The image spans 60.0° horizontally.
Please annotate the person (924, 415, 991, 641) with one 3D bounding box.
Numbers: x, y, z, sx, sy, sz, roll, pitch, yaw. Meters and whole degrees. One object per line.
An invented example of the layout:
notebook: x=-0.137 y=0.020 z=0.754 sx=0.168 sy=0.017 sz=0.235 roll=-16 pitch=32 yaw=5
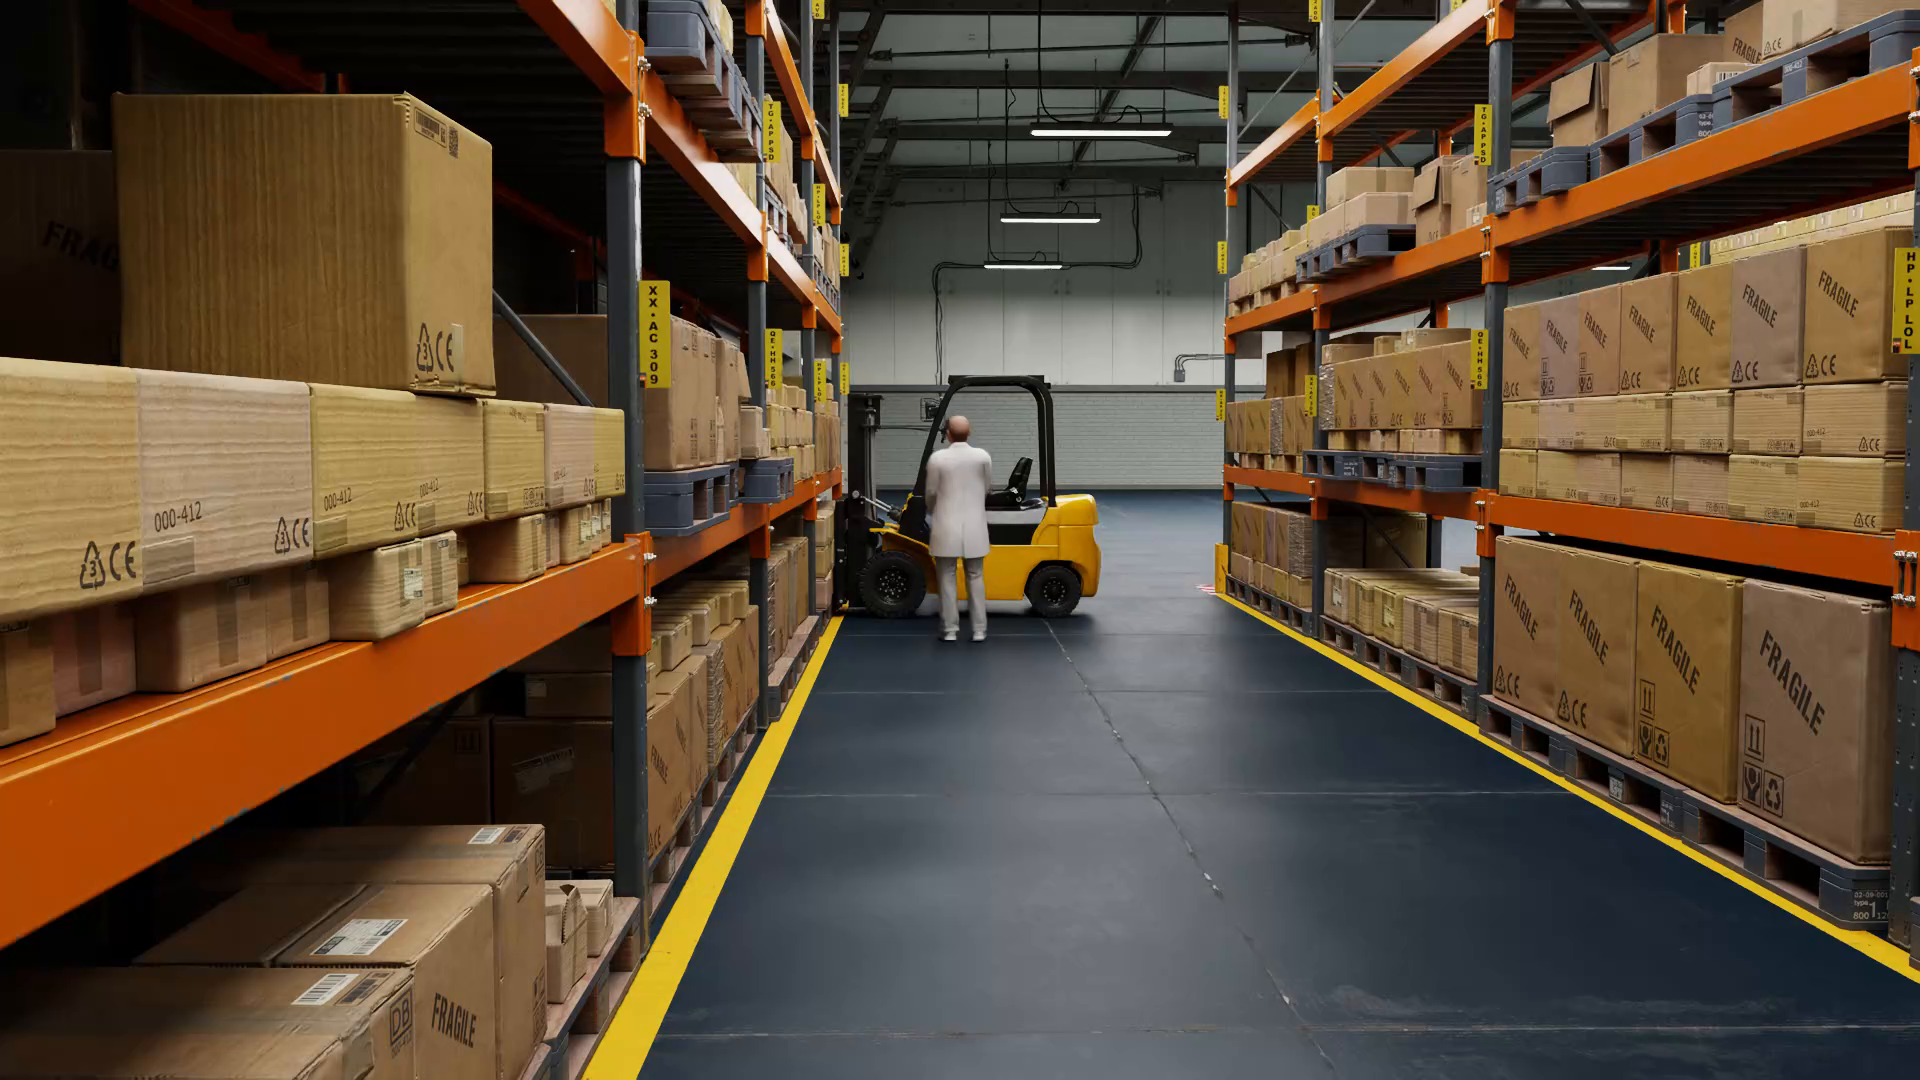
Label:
person: x=-0.035 y=-0.098 z=13.201 sx=0.543 sy=1.779 sz=0.550 roll=-1 pitch=4 yaw=-13
